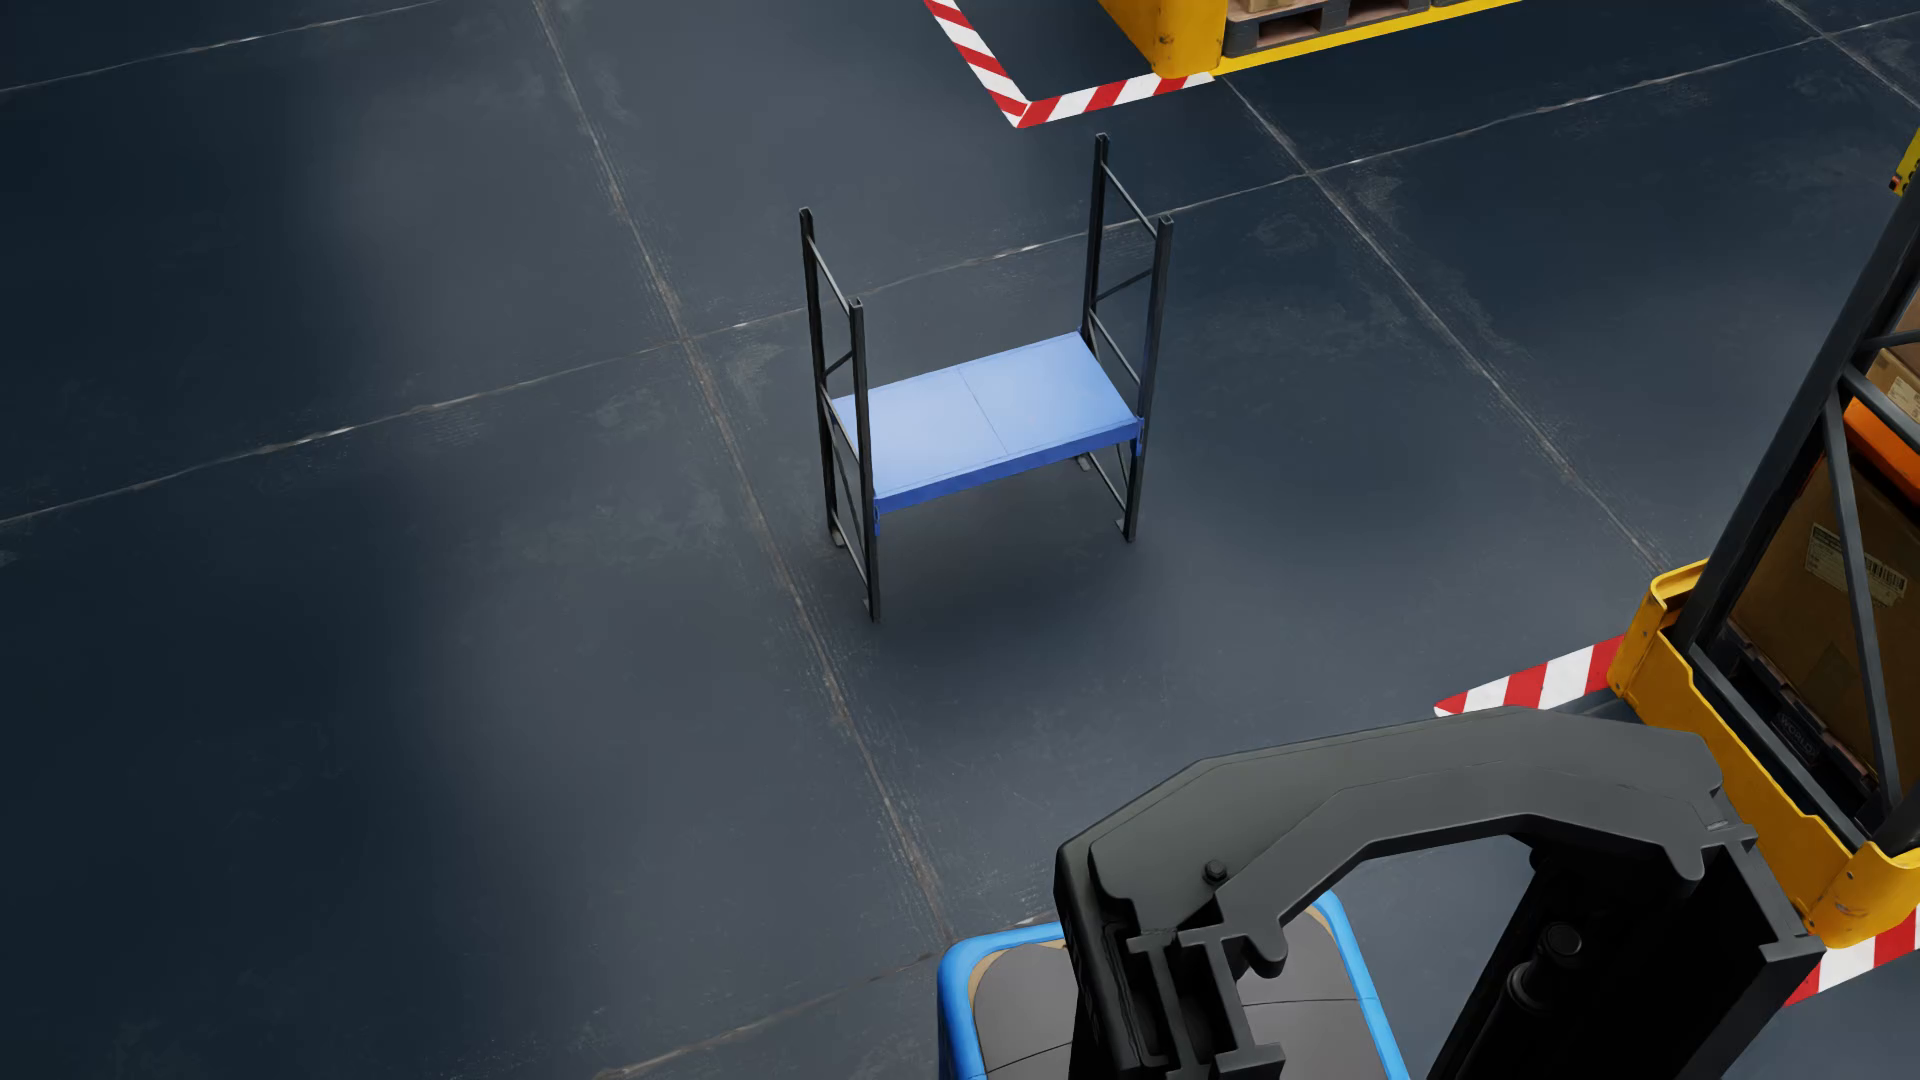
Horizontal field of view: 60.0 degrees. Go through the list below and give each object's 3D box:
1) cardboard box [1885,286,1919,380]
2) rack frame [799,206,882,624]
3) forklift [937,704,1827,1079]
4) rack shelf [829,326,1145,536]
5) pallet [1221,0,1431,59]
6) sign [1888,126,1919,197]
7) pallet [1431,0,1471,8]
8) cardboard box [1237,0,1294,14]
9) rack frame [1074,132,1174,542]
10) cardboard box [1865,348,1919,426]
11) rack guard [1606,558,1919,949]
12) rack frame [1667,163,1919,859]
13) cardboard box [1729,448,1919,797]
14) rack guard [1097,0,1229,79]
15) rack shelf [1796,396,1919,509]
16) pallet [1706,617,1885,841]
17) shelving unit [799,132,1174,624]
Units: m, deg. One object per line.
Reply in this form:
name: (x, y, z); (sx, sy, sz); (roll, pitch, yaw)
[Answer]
cardboard box: (2.996, -0.532, 4.633); (0.500, 0.250, 0.500); (-18, 52, -15)
rack frame: (-0.392, -0.367, 5.577); (0.032, 1.500, 0.500); (-17, 52, -14)
forklift: (0.726, 1.744, 2.821); (1.130, 2.935, 3.031); (-9, 50, -7)
rack shelf: (0.079, -0.396, 5.839); (1.000, 0.185, 0.538); (-17, 52, -14)
pallet: (1.702, -2.993, 8.681); (1.213, 0.211, 1.003); (-17, 52, -14)
sign: (2.456, -0.998, 4.211); (0.005, 0.325, 0.100); (-17, 52, -14)
pallet: (2.830, -3.340, 8.979); (1.213, 0.211, 1.003); (-17, 52, -14)
cardboard box: (1.472, -2.805, 8.284); (0.250, 0.149, 0.380); (-16, 51, -14)
rack frame: (0.550, -0.659, 5.827); (0.032, 1.500, 0.500); (-17, 52, -14)
cardboard box: (2.853, -0.410, 4.791); (0.250, 0.149, 0.380); (-16, 51, -14)
rack guard: (2.626, 0.662, 5.352); (0.348, 0.500, 1.175); (-17, 52, -14)
rack frame: (2.648, -0.159, 4.409); (0.127, 3.000, 1.000); (-17, 52, -14)
cardboard box: (3.210, 0.157, 5.262); (0.875, 0.875, 0.875); (-17, 52, -14)
rack guard: (0.937, -2.879, 8.393); (0.348, 0.500, 1.175); (-17, 52, -14)
rack shelf: (4.500, -0.498, 5.175); (4.000, 0.370, 1.077); (-17, 52, -14)
pallet: (3.359, 0.465, 5.711); (1.213, 0.211, 1.003); (-17, 52, -14)
shelving unit: (0.079, -0.513, 5.702); (1.048, 1.500, 0.538); (-17, 52, -14)
